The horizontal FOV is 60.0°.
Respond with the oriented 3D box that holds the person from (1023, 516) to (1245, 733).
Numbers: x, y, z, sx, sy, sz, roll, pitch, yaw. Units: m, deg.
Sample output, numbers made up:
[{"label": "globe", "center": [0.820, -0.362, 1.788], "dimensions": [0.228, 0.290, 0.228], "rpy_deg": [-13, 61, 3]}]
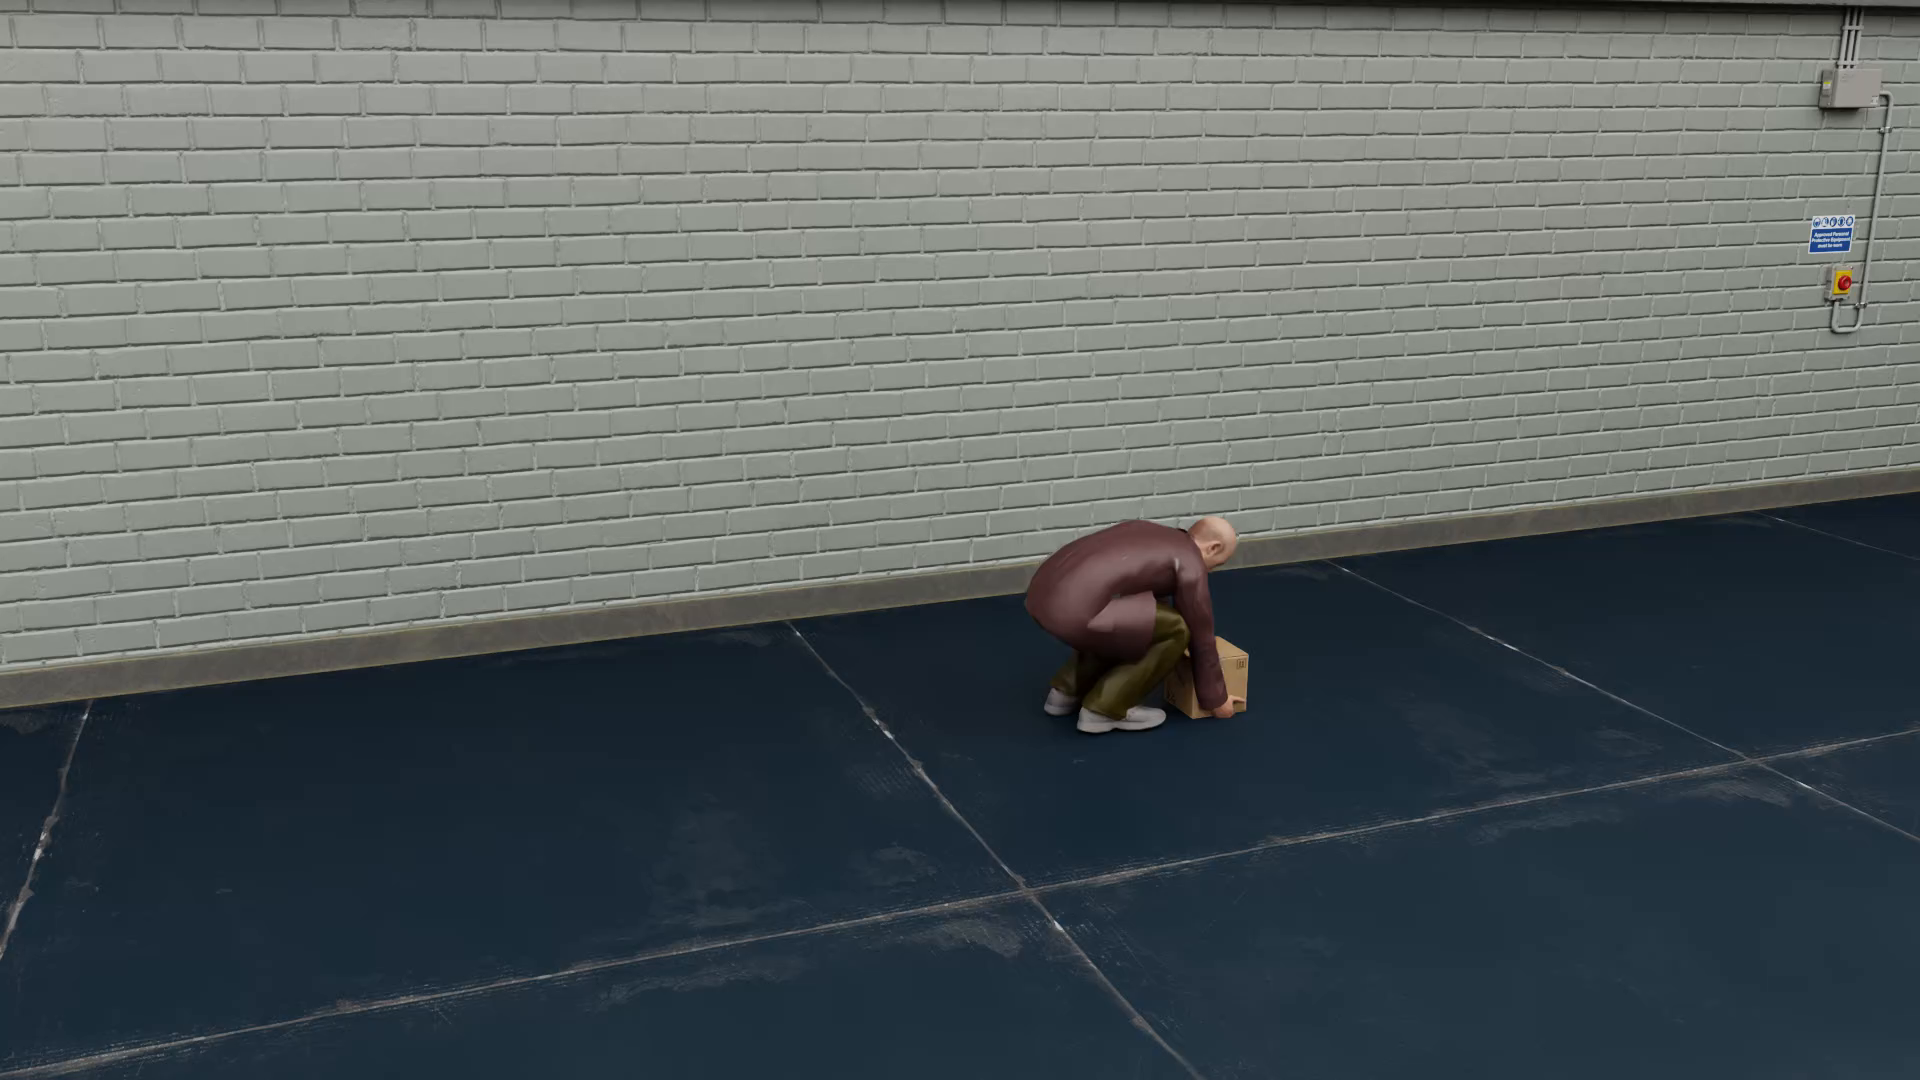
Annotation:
[{"label": "person", "center": [0.703, 0.343, 6.702], "dimensions": [0.934, 0.812, 0.574], "rpy_deg": [-6, 17, -21]}]
